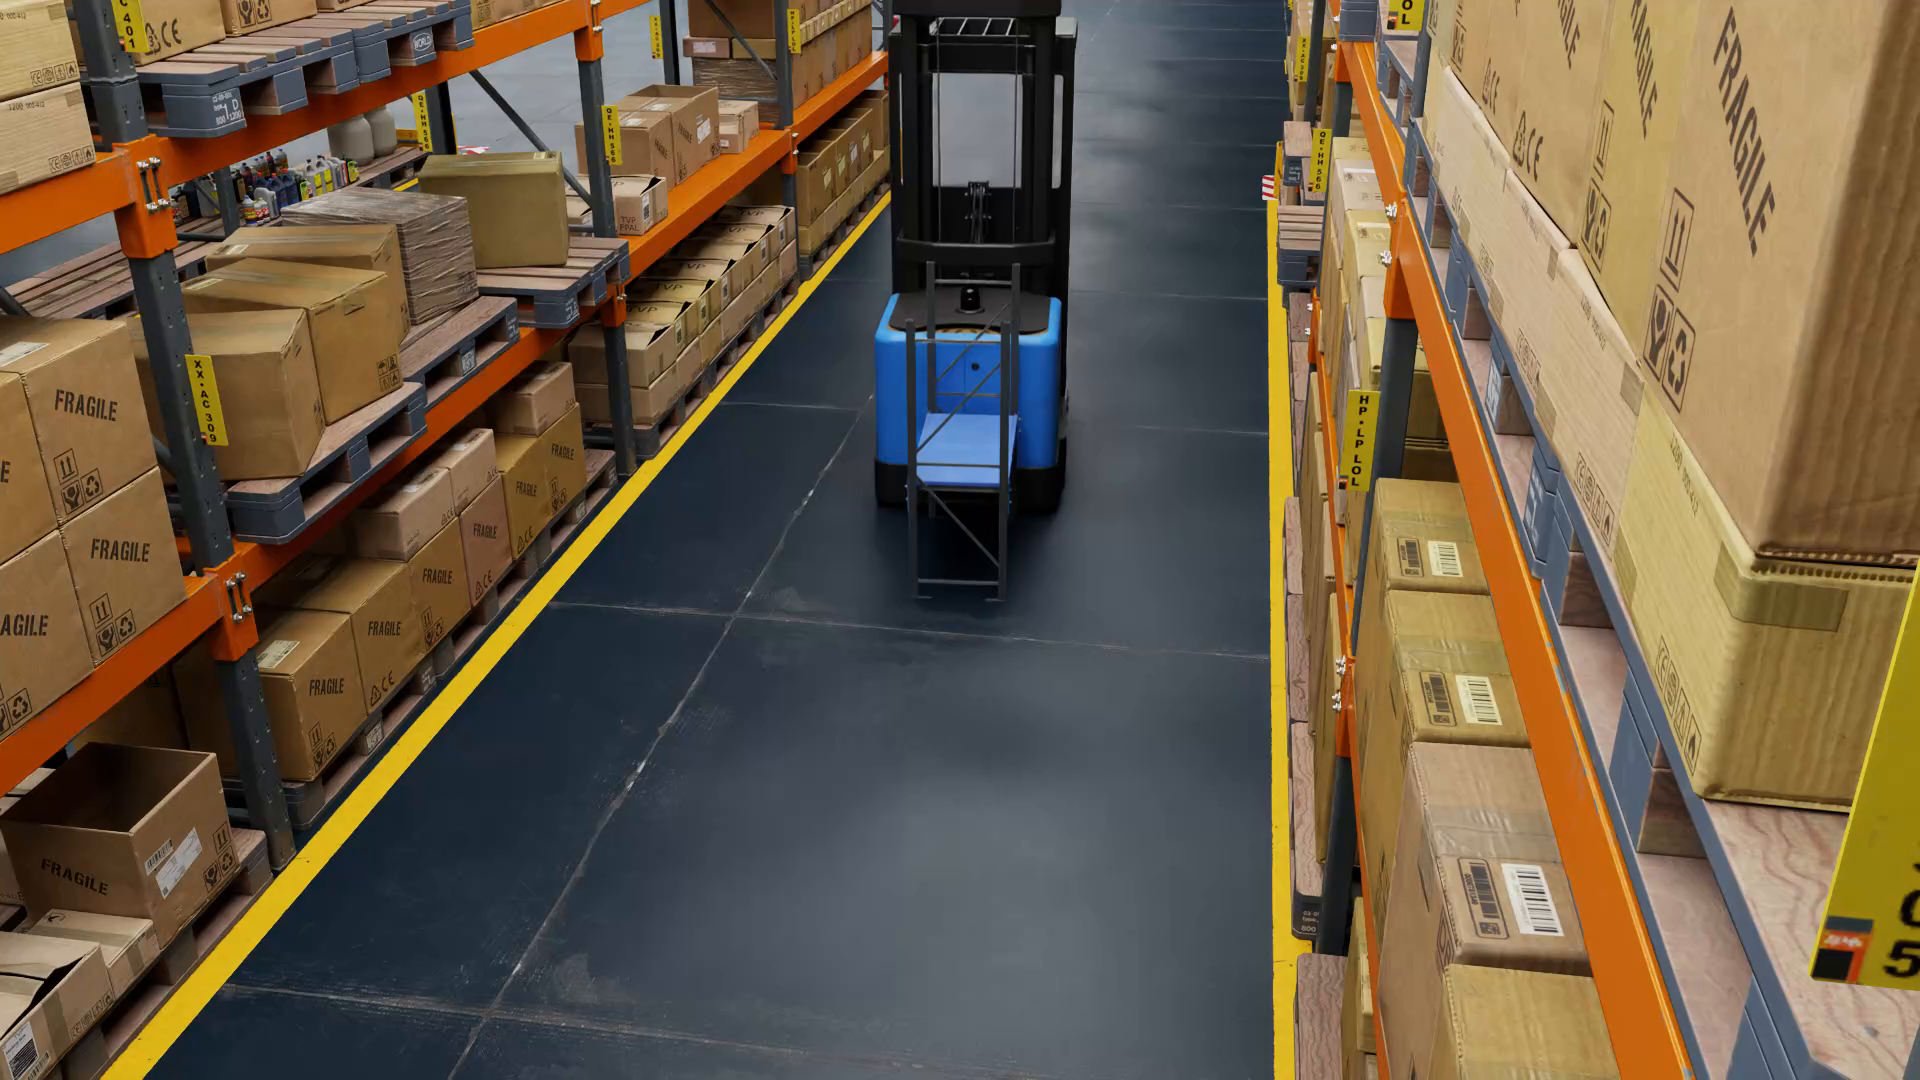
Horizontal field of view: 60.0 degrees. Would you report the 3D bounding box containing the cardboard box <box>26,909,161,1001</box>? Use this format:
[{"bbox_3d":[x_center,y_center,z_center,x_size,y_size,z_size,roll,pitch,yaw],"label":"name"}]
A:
[{"bbox_3d":[-2.943,1.390,5.586,0.380,0.149,0.250,4,25,9],"label":"cardboard box"}]

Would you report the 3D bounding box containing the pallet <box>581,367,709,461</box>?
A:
[{"bbox_3d":[-2.301,-0.872,10.865,1.003,0.211,1.213,4,25,9],"label":"pallet"}]

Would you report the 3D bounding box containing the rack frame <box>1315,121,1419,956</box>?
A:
[{"bbox_3d":[1.760,0.221,5.240,1.000,3.000,0.127,4,25,9],"label":"rack frame"}]

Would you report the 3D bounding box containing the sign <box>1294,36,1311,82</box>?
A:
[{"bbox_3d":[2.531,-3.552,12.278,0.100,0.325,0.005,4,25,9],"label":"sign"}]

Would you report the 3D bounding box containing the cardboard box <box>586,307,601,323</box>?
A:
[{"bbox_3d":[-2.553,-1.447,10.889,0.500,0.311,0.500,4,25,8],"label":"cardboard box"}]

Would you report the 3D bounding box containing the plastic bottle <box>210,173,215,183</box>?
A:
[{"bbox_3d":[-6.869,-3.221,15.279,0.061,0.283,0.133,6,26,12],"label":"plastic bottle"}]

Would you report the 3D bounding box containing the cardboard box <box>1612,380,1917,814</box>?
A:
[{"bbox_3d":[0.964,0.043,1.645,0.500,0.250,0.500,5,26,10],"label":"cardboard box"}]

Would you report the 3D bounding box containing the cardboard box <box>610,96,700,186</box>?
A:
[{"bbox_3d":[-2.130,-2.762,11.495,0.500,0.500,0.500,4,25,9],"label":"cardboard box"}]

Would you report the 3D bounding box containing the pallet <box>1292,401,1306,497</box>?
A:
[{"bbox_3d":[2.543,-0.516,10.103,1.003,0.211,1.213,4,25,9],"label":"pallet"}]

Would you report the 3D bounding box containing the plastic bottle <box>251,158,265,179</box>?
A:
[{"bbox_3d":[-6.729,-3.526,15.944,0.097,0.271,0.097,0,25,0],"label":"plastic bottle"}]

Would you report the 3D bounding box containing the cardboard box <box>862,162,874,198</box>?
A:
[{"bbox_3d":[-1.112,-3.421,15.768,0.500,0.250,0.500,4,25,9],"label":"cardboard box"}]

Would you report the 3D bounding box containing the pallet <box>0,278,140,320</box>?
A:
[{"bbox_3d":[-6.993,-1.706,12.645,1.003,0.211,1.213,4,25,9],"label":"pallet"}]

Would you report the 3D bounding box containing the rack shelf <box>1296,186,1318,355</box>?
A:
[{"bbox_3d":[2.741,-1.963,10.754,1.077,0.370,4.000,4,25,9],"label":"rack shelf"}]

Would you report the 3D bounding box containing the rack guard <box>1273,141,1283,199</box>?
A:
[{"bbox_3d":[3.709,-3.634,16.424,1.175,0.500,0.348,4,25,9],"label":"rack guard"}]

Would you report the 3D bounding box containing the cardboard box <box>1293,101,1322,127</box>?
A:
[{"bbox_3d":[2.846,-3.285,12.884,0.500,0.250,0.500,4,25,9],"label":"cardboard box"}]

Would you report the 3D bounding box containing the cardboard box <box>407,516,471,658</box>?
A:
[{"bbox_3d":[-2.643,0.194,7.726,0.500,0.500,0.500,4,25,9],"label":"cardboard box"}]

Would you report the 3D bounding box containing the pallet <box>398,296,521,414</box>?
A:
[{"bbox_3d":[-2.787,-0.893,7.846,1.003,0.211,1.213,4,25,9],"label":"pallet"}]

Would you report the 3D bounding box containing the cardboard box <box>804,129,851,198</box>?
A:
[{"bbox_3d":[-1.272,-3.342,14.715,0.500,0.500,0.500,4,25,9],"label":"cardboard box"}]

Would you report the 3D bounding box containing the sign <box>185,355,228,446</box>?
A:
[{"bbox_3d":[-2.591,-0.479,5.713,0.100,0.325,0.005,4,25,9],"label":"sign"}]

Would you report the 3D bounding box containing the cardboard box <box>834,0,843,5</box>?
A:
[{"bbox_3d":[-1.426,-5.125,15.012,0.700,0.500,0.500,4,25,9],"label":"cardboard box"}]

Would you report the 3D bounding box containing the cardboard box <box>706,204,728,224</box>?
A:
[{"bbox_3d":[-2.133,-2.510,13.161,0.500,0.311,0.500,4,25,9],"label":"cardboard box"}]

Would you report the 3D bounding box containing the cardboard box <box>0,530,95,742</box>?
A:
[{"bbox_3d":[-3.039,0.276,5.003,0.500,0.500,0.500,5,25,10],"label":"cardboard box"}]

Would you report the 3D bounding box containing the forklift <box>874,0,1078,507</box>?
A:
[{"bbox_3d":[0.145,-2.101,10.282,1.130,2.935,3.031,2,25,4],"label":"forklift"}]

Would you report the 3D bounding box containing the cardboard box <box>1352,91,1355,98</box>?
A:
[{"bbox_3d":[2.776,-2.648,10.733,0.700,0.500,0.500,8,26,16],"label":"cardboard box"}]

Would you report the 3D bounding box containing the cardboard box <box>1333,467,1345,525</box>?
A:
[{"bbox_3d":[1.626,-0.163,6.332,0.380,0.149,0.250,4,25,9],"label":"cardboard box"}]

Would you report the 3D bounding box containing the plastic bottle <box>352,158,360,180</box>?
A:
[{"bbox_3d":[-5.920,-3.618,16.223,0.097,0.201,0.097,0,25,0],"label":"plastic bottle"}]

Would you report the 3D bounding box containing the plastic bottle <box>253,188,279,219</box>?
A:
[{"bbox_3d":[-6.196,-3.017,14.852,0.152,0.276,0.135,5,26,10],"label":"plastic bottle"}]

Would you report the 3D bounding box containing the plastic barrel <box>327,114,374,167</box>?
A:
[{"bbox_3d":[-6.167,-4.058,16.820,0.421,0.512,0.421,0,25,0],"label":"plastic barrel"}]

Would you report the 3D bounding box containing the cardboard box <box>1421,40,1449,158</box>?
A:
[{"bbox_3d":[1.387,-1.035,3.947,0.500,0.250,0.500,4,25,8],"label":"cardboard box"}]

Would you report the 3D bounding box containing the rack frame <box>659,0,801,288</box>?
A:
[{"bbox_3d":[-1.820,-3.467,13.118,1.000,3.000,0.127,4,25,9],"label":"rack frame"}]

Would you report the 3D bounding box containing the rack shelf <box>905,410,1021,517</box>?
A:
[{"bbox_3d":[0.030,-0.421,8.804,0.538,0.185,1.000,2,25,4],"label":"rack shelf"}]

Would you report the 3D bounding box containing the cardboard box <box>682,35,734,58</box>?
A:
[{"bbox_3d":[-1.987,-3.934,13.234,0.380,0.149,0.250,4,25,8],"label":"cardboard box"}]

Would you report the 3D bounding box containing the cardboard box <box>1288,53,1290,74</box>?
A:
[{"bbox_3d":[3.257,-4.339,15.135,0.500,0.250,0.500,3,25,7],"label":"cardboard box"}]

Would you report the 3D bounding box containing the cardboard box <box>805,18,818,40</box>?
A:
[{"bbox_3d":[-1.419,-4.332,14.084,0.380,0.149,0.250,3,25,7],"label":"cardboard box"}]

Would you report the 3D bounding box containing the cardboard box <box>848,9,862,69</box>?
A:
[{"bbox_3d":[-1.336,-4.771,15.786,0.700,0.500,0.500,5,25,10],"label":"cardboard box"}]

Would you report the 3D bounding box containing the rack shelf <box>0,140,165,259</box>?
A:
[{"bbox_3d":[-3.454,-0.317,3.700,1.077,0.370,4.000,4,25,9],"label":"rack shelf"}]

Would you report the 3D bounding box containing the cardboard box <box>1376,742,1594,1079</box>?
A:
[{"bbox_3d":[1.421,0.921,3.391,0.980,0.700,0.700,3,25,6],"label":"cardboard box"}]

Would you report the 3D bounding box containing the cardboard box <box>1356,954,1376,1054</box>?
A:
[{"bbox_3d":[1.301,1.305,4.611,0.380,0.149,0.250,5,26,10],"label":"cardboard box"}]

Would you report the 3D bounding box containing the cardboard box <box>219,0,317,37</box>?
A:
[{"bbox_3d":[-2.886,-2.247,6.242,0.600,0.600,0.600,4,25,8],"label":"cardboard box"}]

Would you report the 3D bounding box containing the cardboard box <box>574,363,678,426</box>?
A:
[{"bbox_3d":[-2.099,-0.937,10.462,0.500,0.250,0.500,4,25,8],"label":"cardboard box"}]

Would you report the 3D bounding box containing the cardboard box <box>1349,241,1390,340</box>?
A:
[{"bbox_3d":[1.760,-0.948,6.359,0.500,0.250,0.500,5,25,10],"label":"cardboard box"}]

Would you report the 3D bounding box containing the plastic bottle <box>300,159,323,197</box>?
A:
[{"bbox_3d":[-6.065,-3.377,15.531,0.144,0.351,0.185,4,25,8],"label":"plastic bottle"}]

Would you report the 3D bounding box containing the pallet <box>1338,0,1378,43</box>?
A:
[{"bbox_3d":[2.361,-2.452,7.635,1.213,0.211,1.003,5,26,11],"label":"pallet"}]

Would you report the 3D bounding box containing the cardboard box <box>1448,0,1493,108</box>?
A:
[{"bbox_3d":[1.289,-1.151,3.311,0.500,0.500,0.500,3,25,7],"label":"cardboard box"}]

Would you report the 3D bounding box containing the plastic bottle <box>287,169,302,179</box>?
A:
[{"bbox_3d":[-6.215,-3.343,15.547,0.152,0.276,0.135,4,25,9],"label":"plastic bottle"}]

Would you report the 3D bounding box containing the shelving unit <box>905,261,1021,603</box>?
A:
[{"bbox_3d":[0.030,-0.584,8.728,0.538,1.500,1.048,2,25,4],"label":"shelving unit"}]

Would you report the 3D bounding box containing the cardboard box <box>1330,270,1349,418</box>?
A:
[{"bbox_3d":[1.828,-0.812,6.953,0.500,0.500,0.500,5,25,10],"label":"cardboard box"}]

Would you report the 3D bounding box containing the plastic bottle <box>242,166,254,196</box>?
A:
[{"bbox_3d":[-6.666,-3.346,15.545,0.061,0.283,0.133,4,25,9],"label":"plastic bottle"}]

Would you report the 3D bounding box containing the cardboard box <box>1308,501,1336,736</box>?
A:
[{"bbox_3d":[1.880,0.351,7.001,0.750,0.750,0.750,5,26,10],"label":"cardboard box"}]

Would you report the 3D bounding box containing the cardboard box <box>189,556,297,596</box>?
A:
[{"bbox_3d":[-3.241,0.380,7.330,0.500,0.500,0.500,4,25,9],"label":"cardboard box"}]

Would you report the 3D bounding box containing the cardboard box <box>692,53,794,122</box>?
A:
[{"bbox_3d":[-1.754,-3.698,13.494,0.700,0.500,0.500,3,25,7],"label":"cardboard box"}]

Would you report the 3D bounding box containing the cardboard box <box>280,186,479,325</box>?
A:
[{"bbox_3d":[-2.803,-1.389,8.066,0.700,0.500,0.500,9,27,18],"label":"cardboard box"}]

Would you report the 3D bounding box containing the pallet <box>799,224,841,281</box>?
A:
[{"bbox_3d":[-1.649,-2.534,14.414,1.003,0.211,1.213,4,25,9],"label":"pallet"}]

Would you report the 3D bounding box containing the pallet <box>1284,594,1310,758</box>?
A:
[{"bbox_3d":[2.009,0.644,7.625,1.003,0.211,1.213,4,25,9],"label":"pallet"}]

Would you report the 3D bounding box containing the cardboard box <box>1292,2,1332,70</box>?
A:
[{"bbox_3d":[3.093,-4.262,14.085,0.500,0.500,0.500,5,26,10],"label":"cardboard box"}]

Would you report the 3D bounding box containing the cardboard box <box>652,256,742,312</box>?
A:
[{"bbox_3d":[-1.852,-1.840,11.729,0.500,0.311,0.500,4,25,8],"label":"cardboard box"}]

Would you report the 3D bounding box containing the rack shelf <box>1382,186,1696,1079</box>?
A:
[{"bbox_3d":[1.433,0.025,2.970,1.077,0.370,4.000,4,25,9],"label":"rack shelf"}]

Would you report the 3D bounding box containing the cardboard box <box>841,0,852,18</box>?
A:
[{"bbox_3d":[-1.210,-4.874,15.242,0.380,0.149,0.250,5,26,10],"label":"cardboard box"}]

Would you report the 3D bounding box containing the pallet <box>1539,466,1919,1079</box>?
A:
[{"bbox_3d":[1.217,0.264,1.713,1.003,0.211,1.213,4,25,9],"label":"pallet"}]

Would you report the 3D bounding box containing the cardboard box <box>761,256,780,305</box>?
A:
[{"bbox_3d":[-1.686,-2.007,12.747,0.500,0.250,0.500,4,25,8],"label":"cardboard box"}]
